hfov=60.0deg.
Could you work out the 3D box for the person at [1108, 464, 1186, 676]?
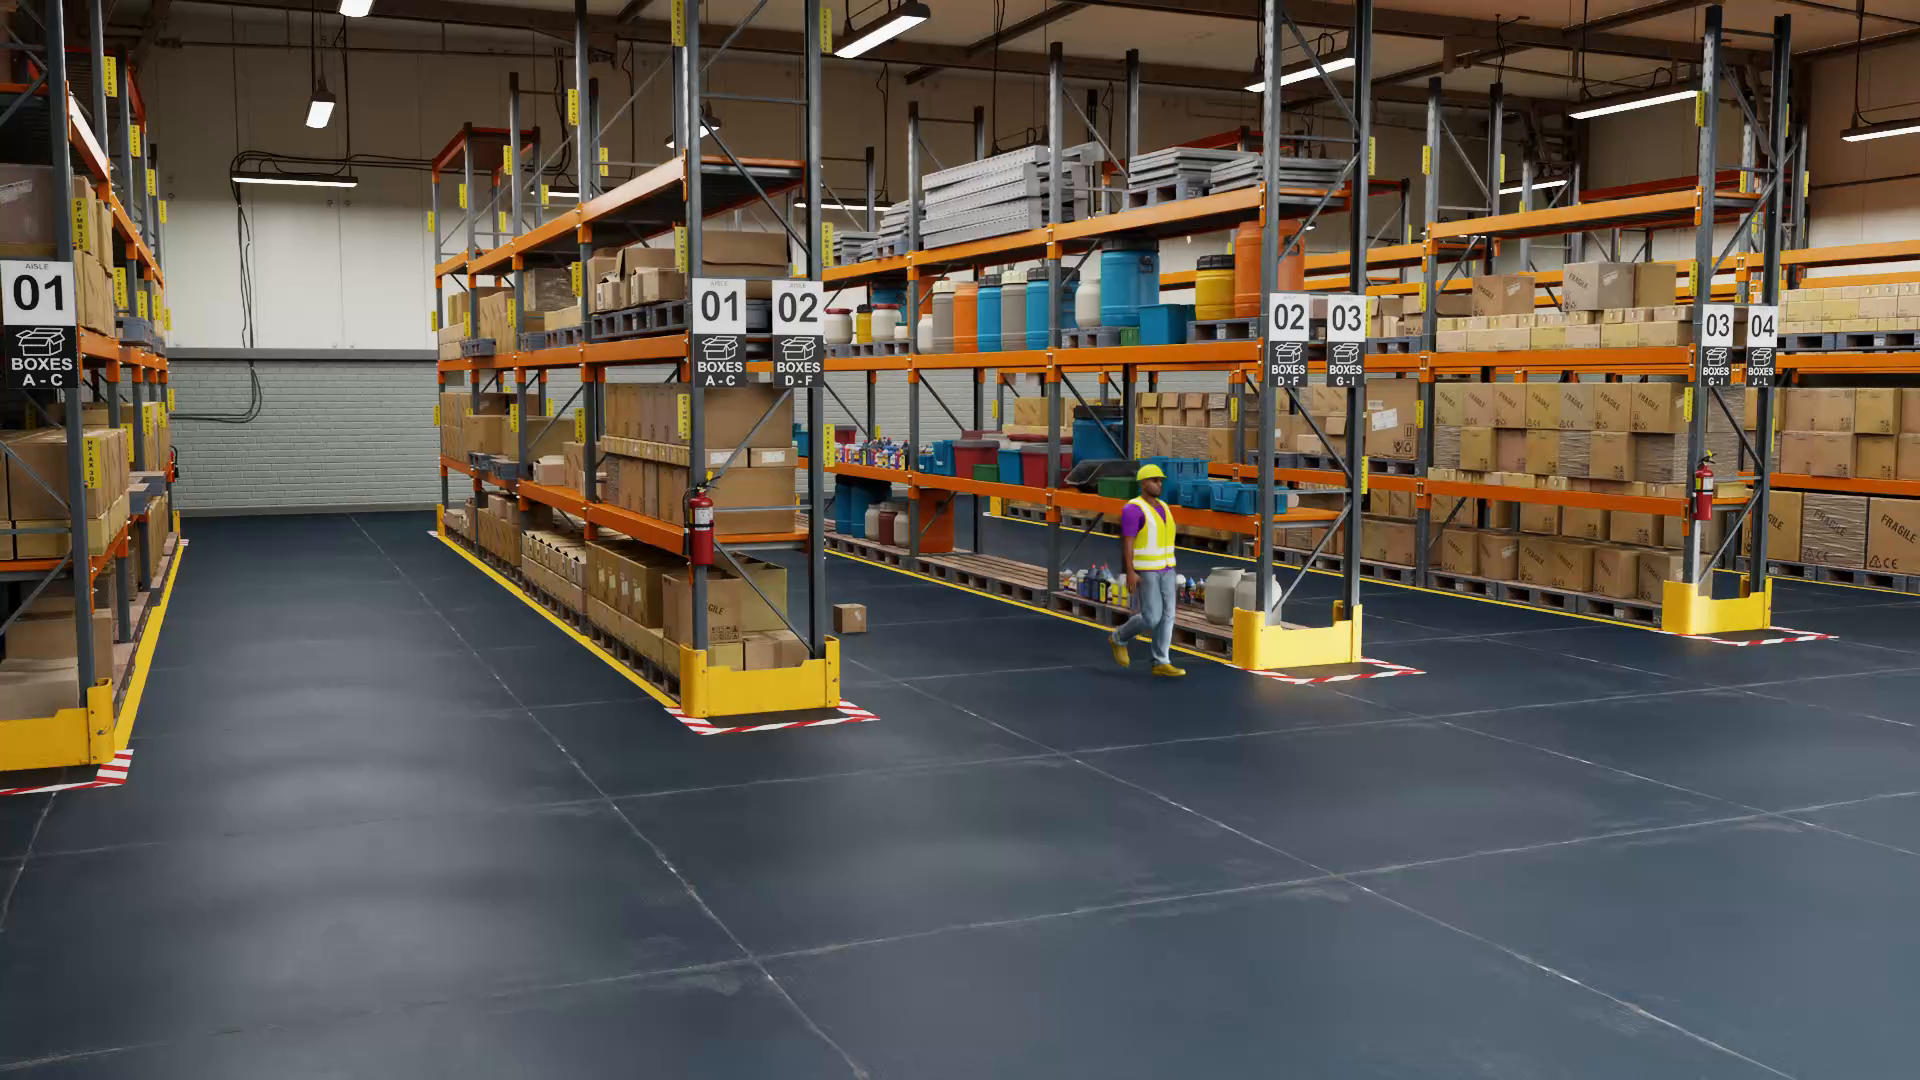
[{"bbox_3d":[1.563,0.248,13.812,0.674,1.754,0.576,5,7,44],"label":"person"}]
